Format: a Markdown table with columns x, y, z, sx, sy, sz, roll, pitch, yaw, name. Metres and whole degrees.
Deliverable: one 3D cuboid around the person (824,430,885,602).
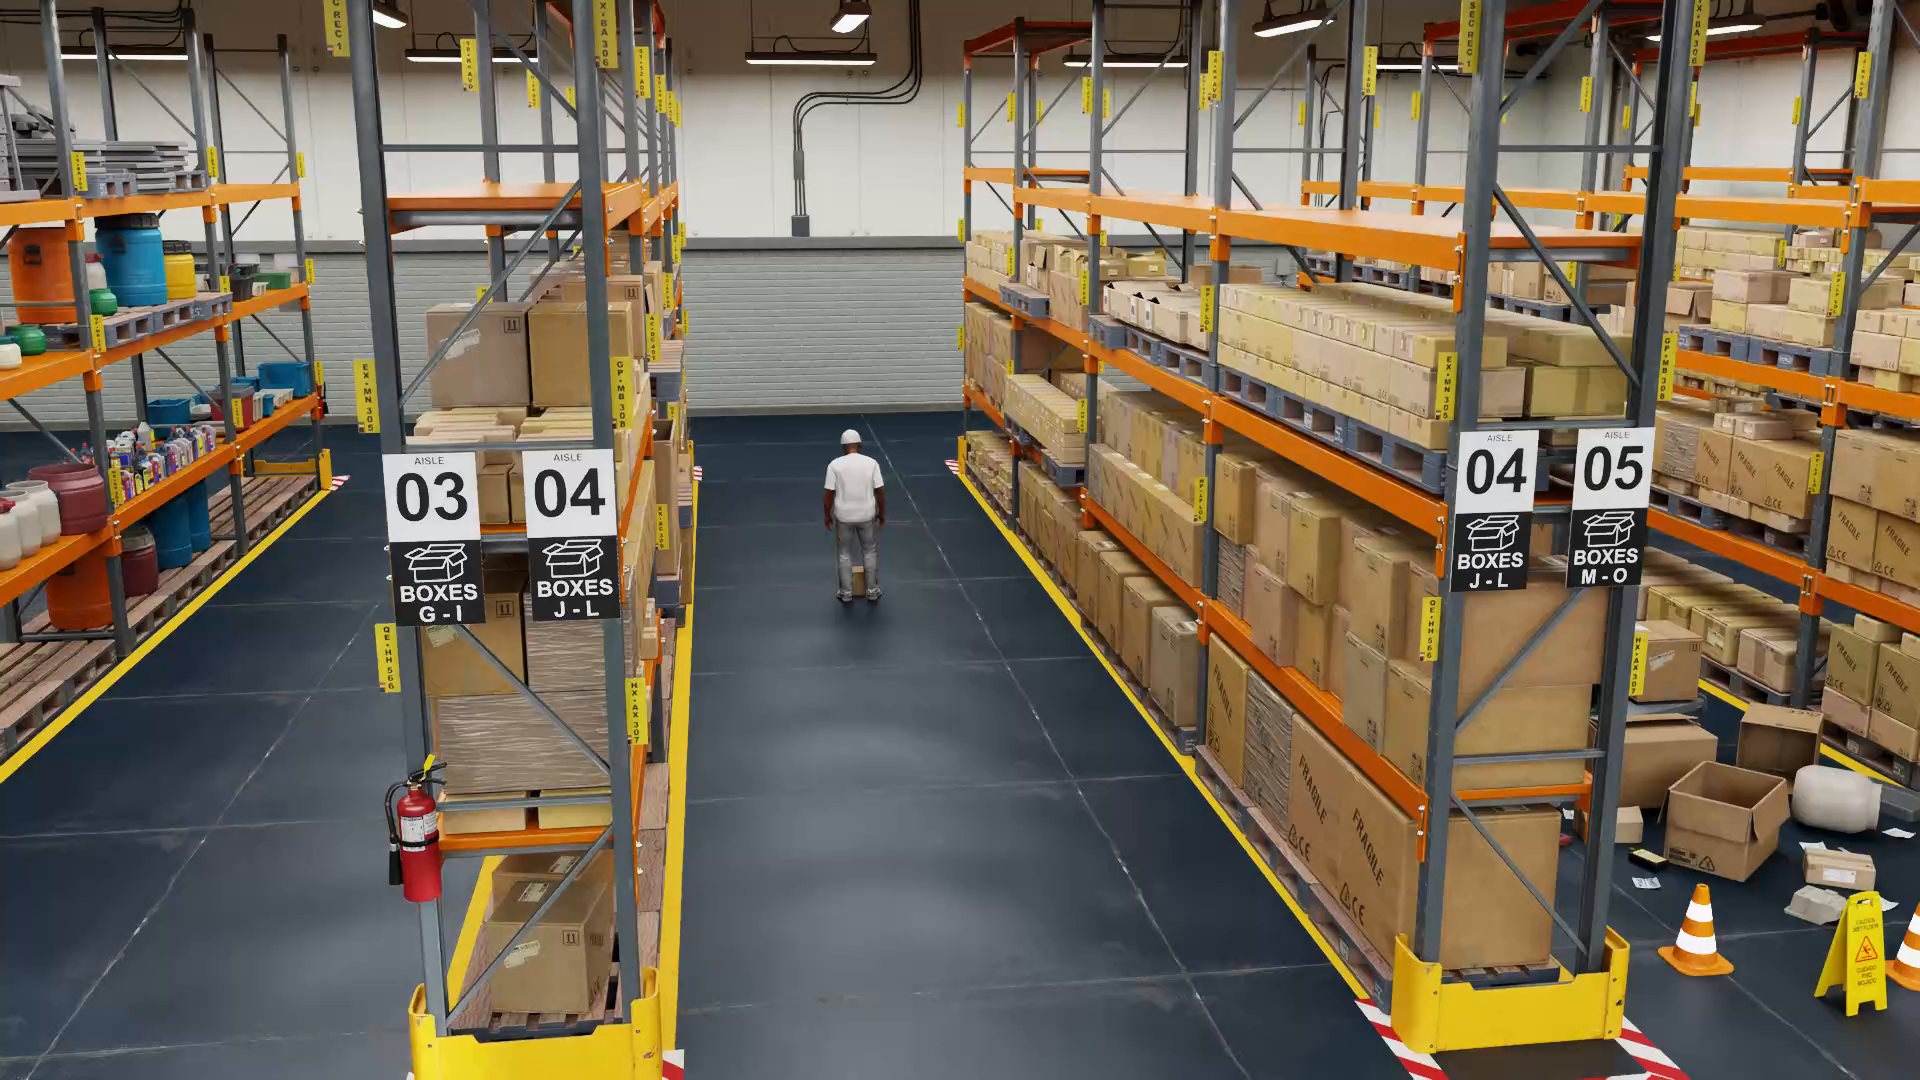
| x | y | z | sx | sy | sz | roll | pitch | yaw | name |
| --- | --- | --- | --- | --- | --- | --- | --- | --- | --- |
| -1.079 | -0.255 | 17.040 | 0.627 | 1.761 | 0.460 | -2 | 13 | -9 | person |
